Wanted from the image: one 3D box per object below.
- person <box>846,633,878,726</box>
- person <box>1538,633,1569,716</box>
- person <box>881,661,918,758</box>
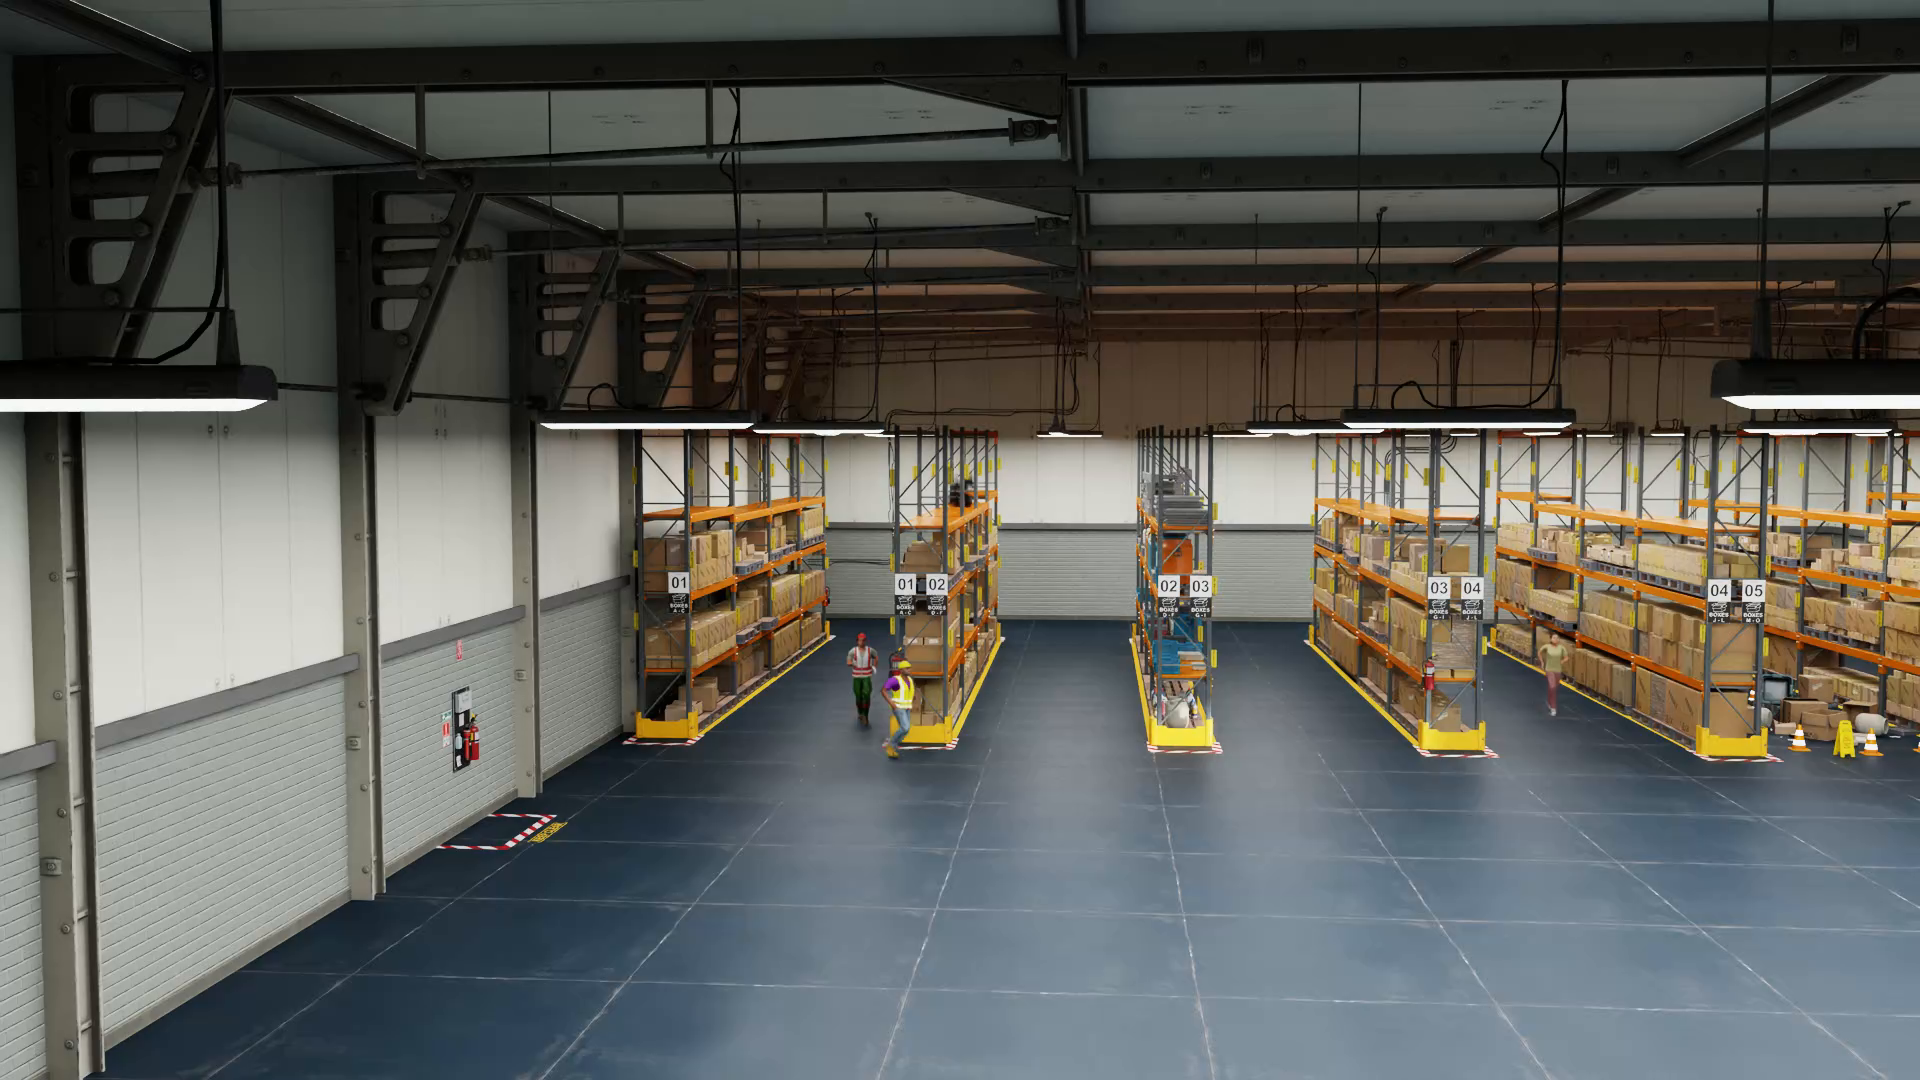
[{"bbox_3d":[-1.978,2.803,33.597,0.632,1.836,0.736,0,3,1],"label":"person"},{"bbox_3d":[12.483,2.784,34.944,0.569,1.703,0.839,0,3,2],"label":"person"},{"bbox_3d":[-1.033,3.057,30.111,0.548,1.724,0.714,2,4,36],"label":"person"}]
